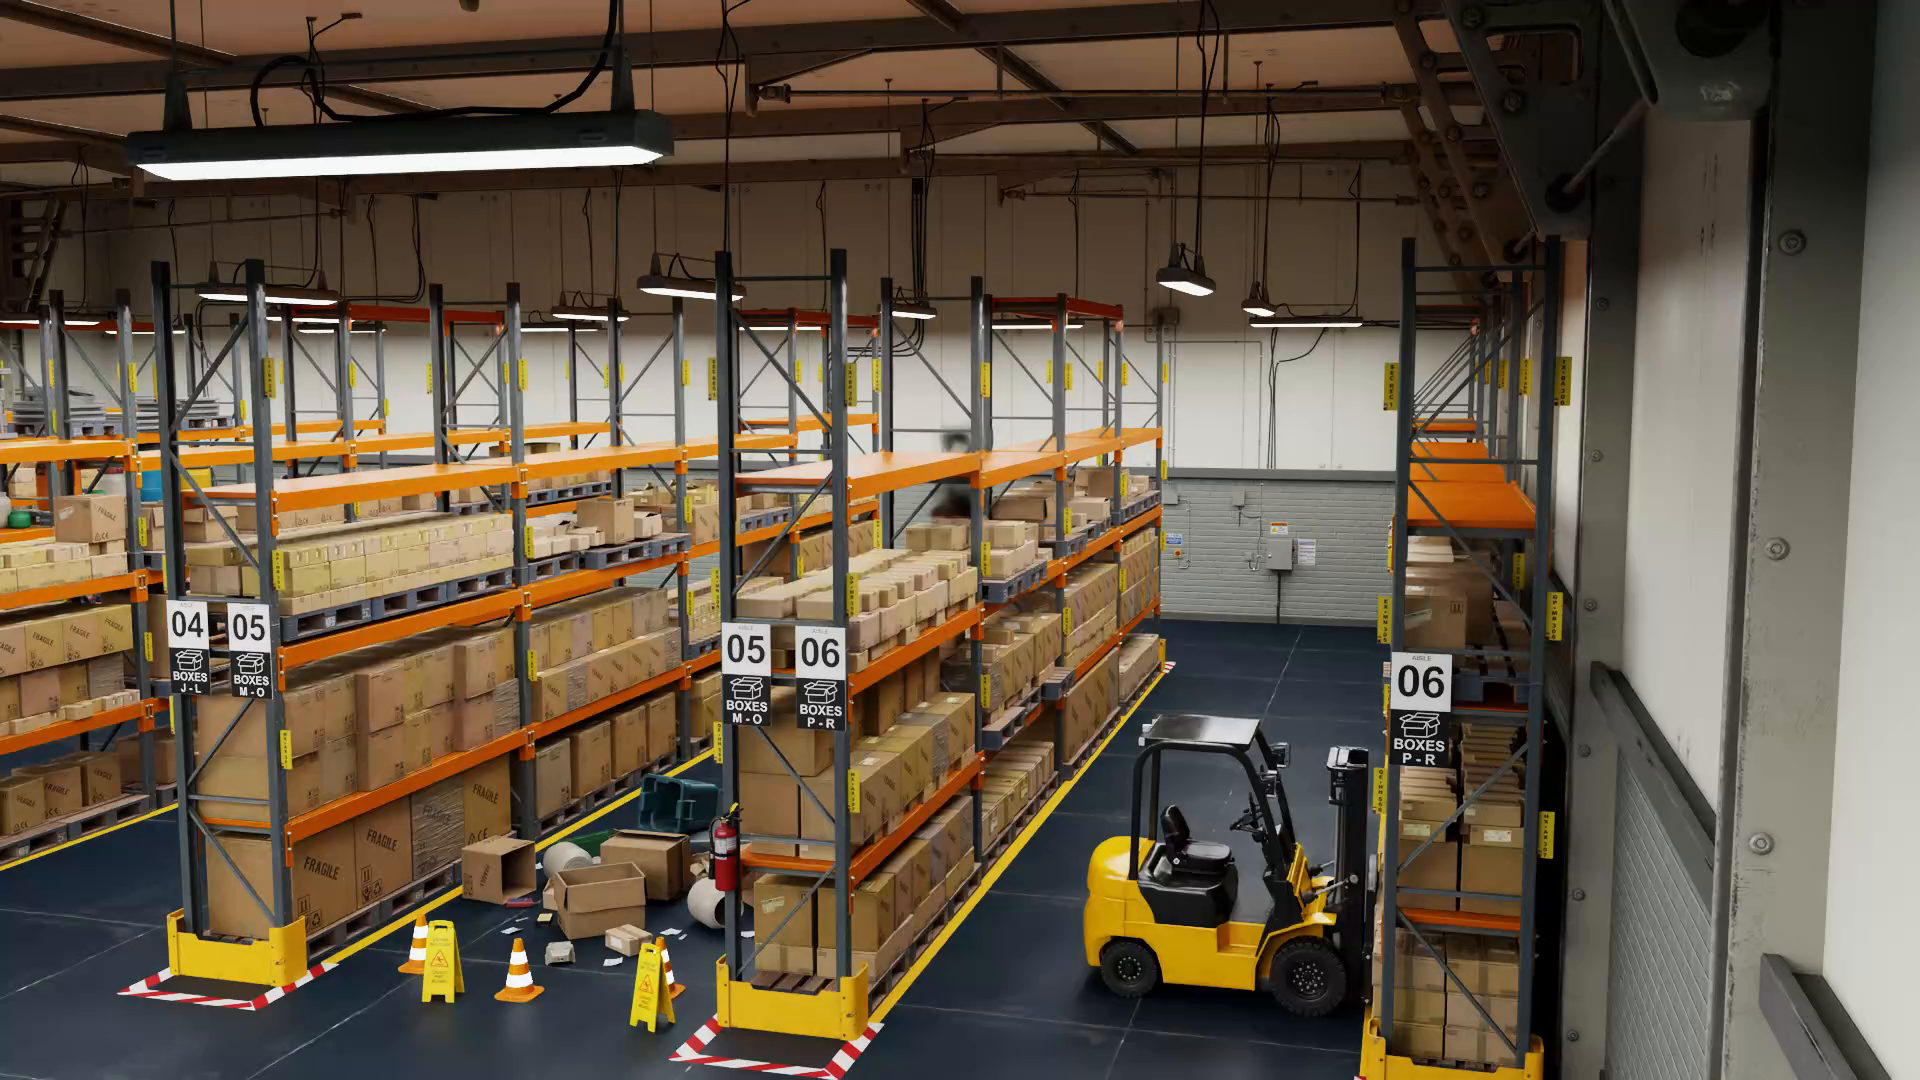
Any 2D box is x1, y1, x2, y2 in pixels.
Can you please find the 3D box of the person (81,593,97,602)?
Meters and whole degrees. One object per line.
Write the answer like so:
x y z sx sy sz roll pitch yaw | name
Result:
-15.151 1.305 28.917 0.580 1.688 0.751 0 6 4 | person
